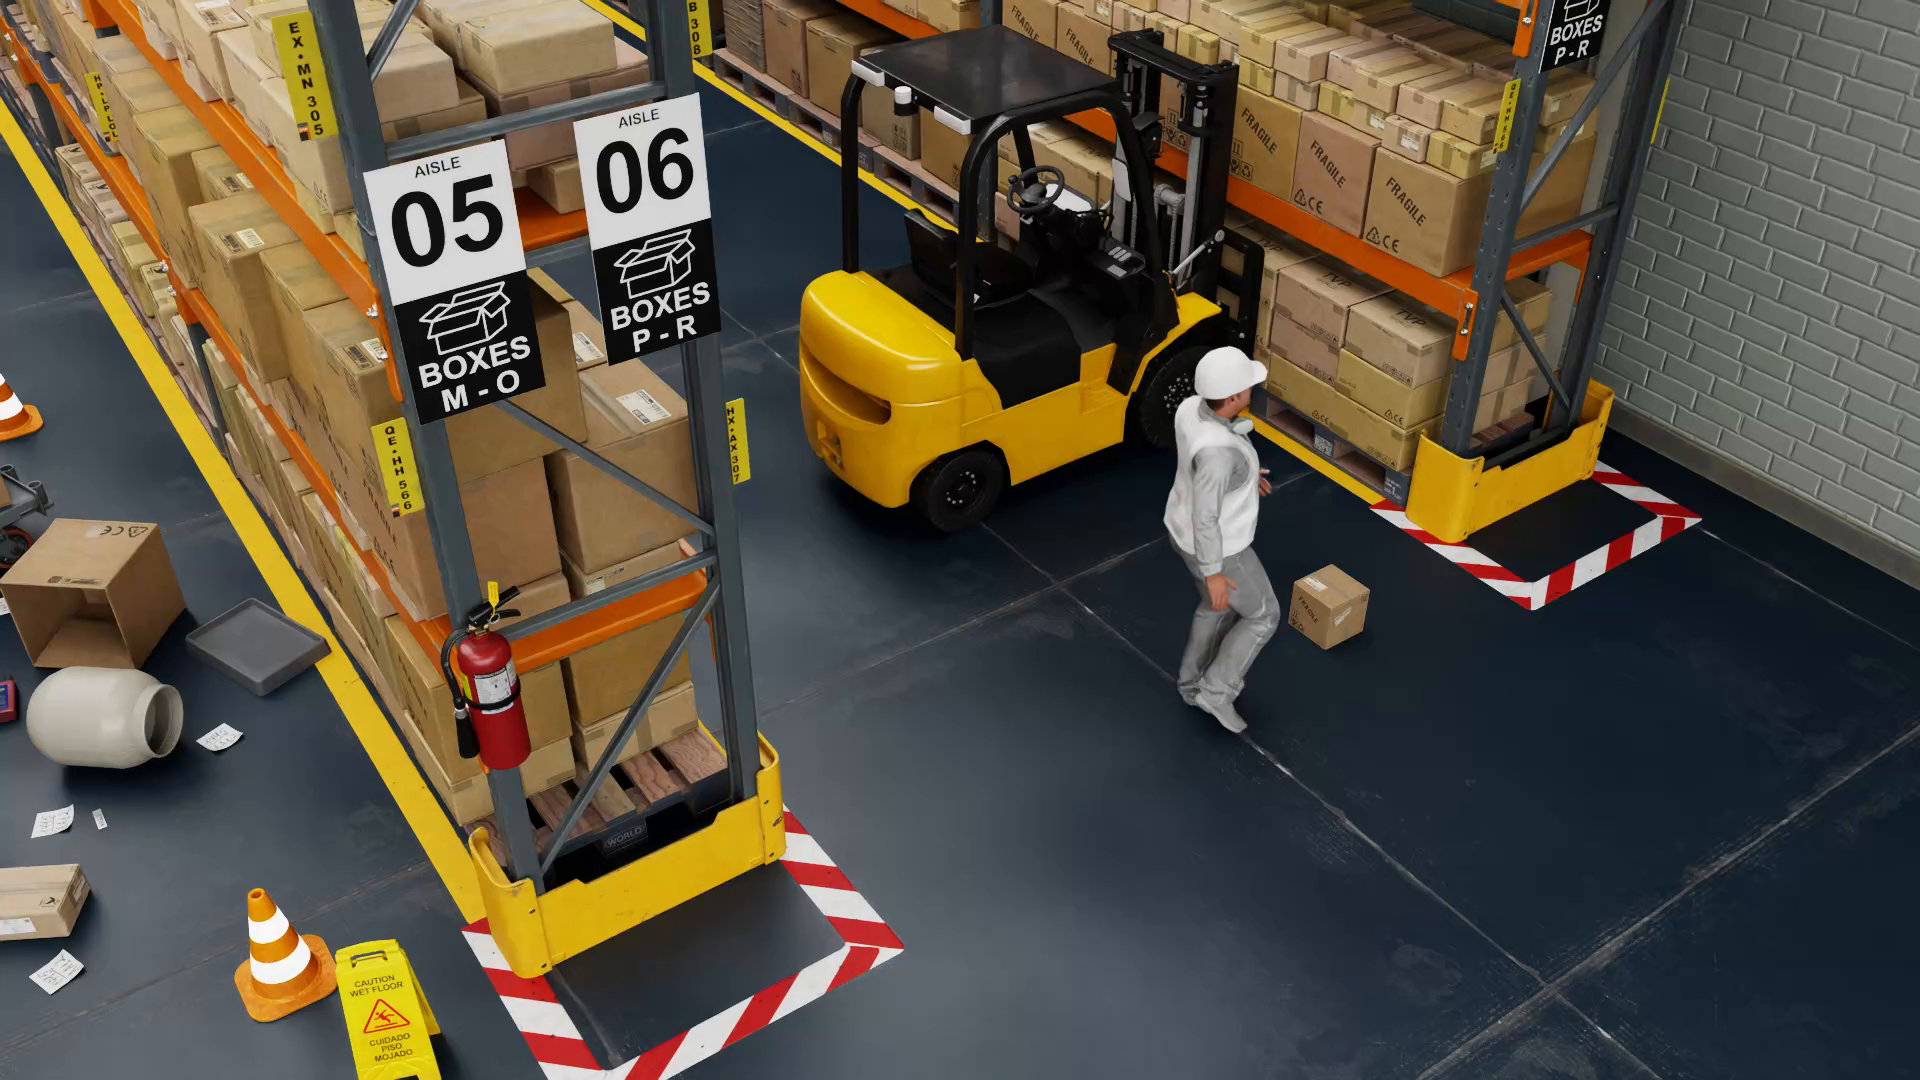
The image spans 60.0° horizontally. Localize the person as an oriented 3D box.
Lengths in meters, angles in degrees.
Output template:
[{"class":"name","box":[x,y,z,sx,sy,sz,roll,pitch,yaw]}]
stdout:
[{"class":"person","box":[1.149,-0.012,7.052,0.529,1.789,0.697,-6,37,-8]}]
